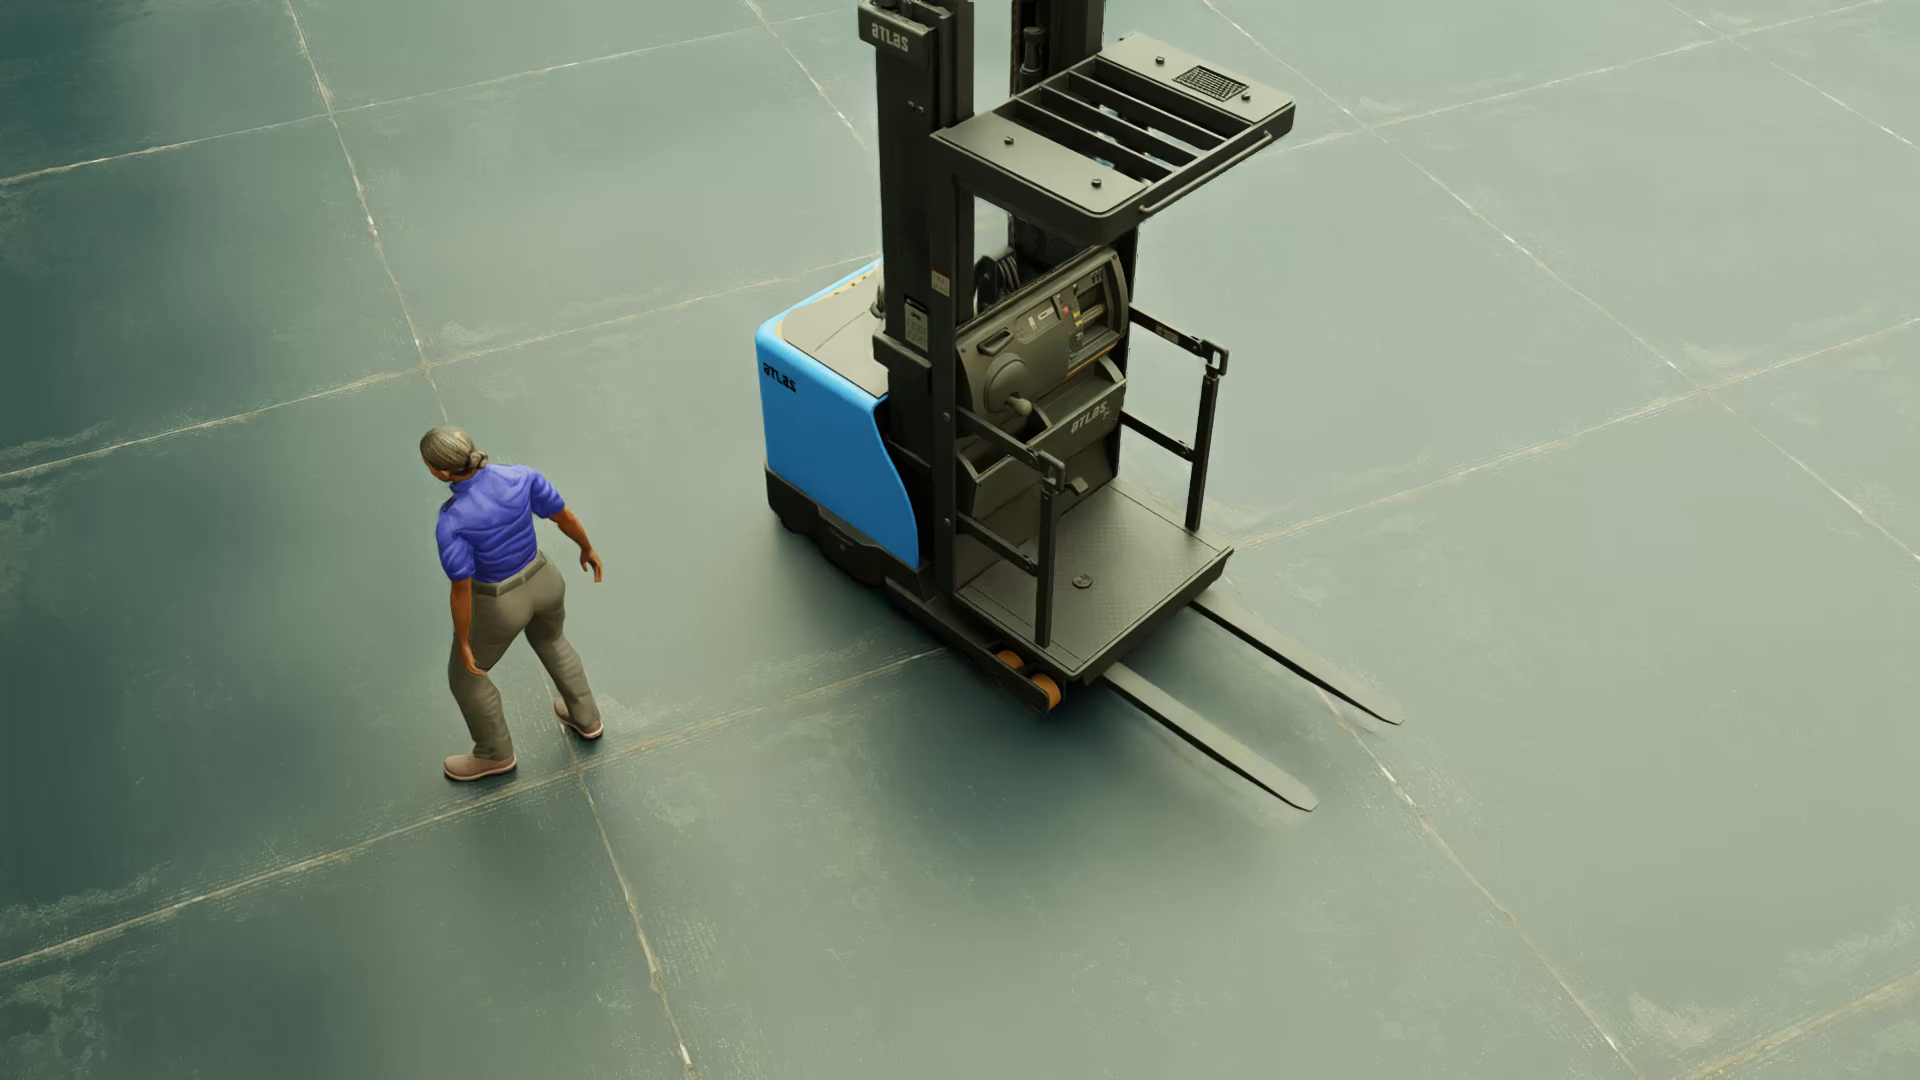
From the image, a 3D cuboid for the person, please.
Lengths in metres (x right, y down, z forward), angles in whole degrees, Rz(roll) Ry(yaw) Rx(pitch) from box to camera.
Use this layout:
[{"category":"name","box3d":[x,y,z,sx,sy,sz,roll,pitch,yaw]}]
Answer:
[{"category":"person","box3d":[-1.744,0.230,6.410,0.393,1.626,0.794,30,51,28]}]

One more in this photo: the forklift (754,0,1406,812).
[{"category":"forklift","box3d":[0.491,-0.747,6.481,3.031,2.935,1.130,34,52,31]}]
